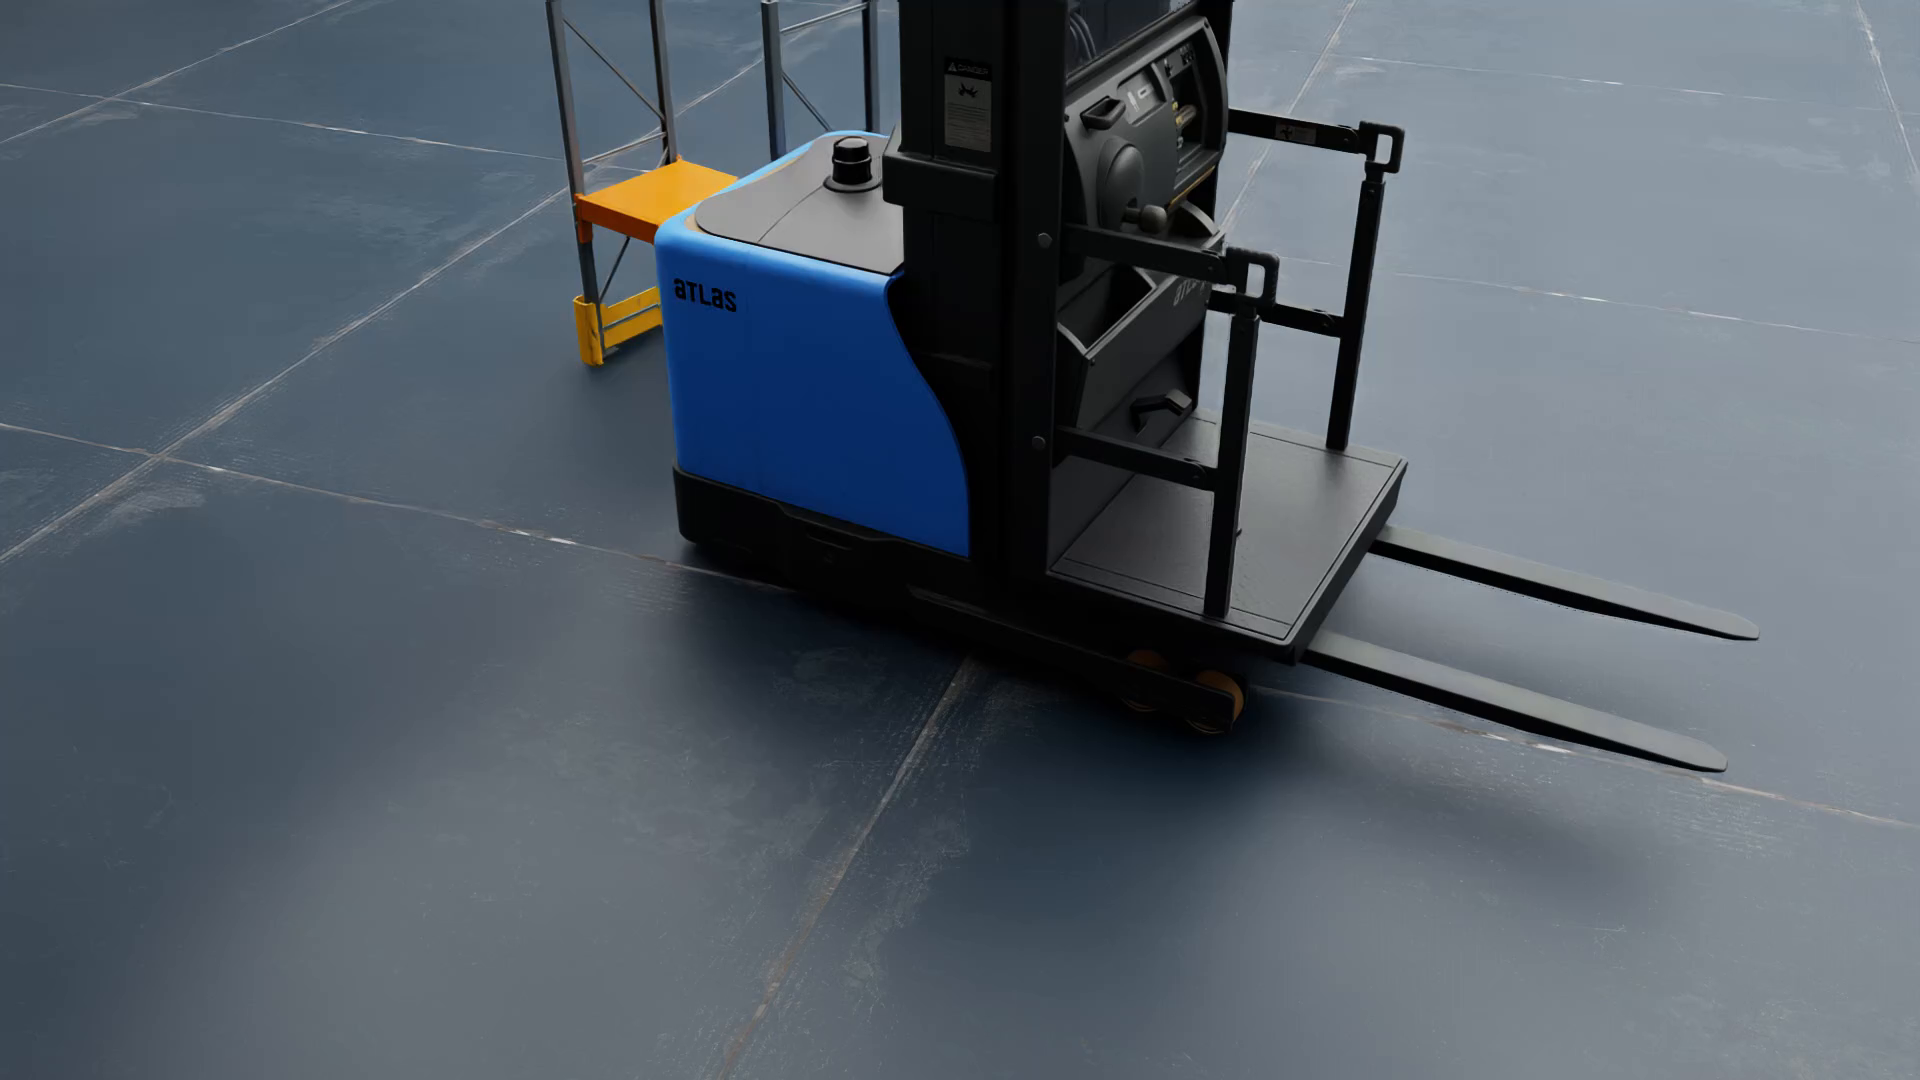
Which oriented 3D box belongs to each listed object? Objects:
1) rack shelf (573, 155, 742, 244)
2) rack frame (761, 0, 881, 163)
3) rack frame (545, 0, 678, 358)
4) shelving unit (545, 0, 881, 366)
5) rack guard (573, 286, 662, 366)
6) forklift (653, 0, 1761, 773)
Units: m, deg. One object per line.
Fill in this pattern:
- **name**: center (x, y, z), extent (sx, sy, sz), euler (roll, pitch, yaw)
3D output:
- **rack shelf**: center (-0.831, -1.101, 5.905), extent (1.000, 0.185, 0.538), euler (23, 39, 31)
- **rack frame**: center (-0.431, -1.082, 5.543), extent (0.032, 1.500, 0.500), euler (23, 39, 31)
- **rack frame**: center (-1.231, -1.423, 6.071), extent (0.032, 1.500, 0.500), euler (23, 39, 31)
- **shelving unit**: center (-0.838, -1.256, 5.812), extent (1.083, 1.500, 0.587), euler (23, 39, 31)
- **rack guard**: center (-1.230, -0.897, 6.409), extent (0.087, 0.250, 0.587), euler (23, 39, 31)
- **forklift**: center (0.666, -1.044, 4.165), extent (3.031, 2.935, 1.130), euler (17, 36, 24)
